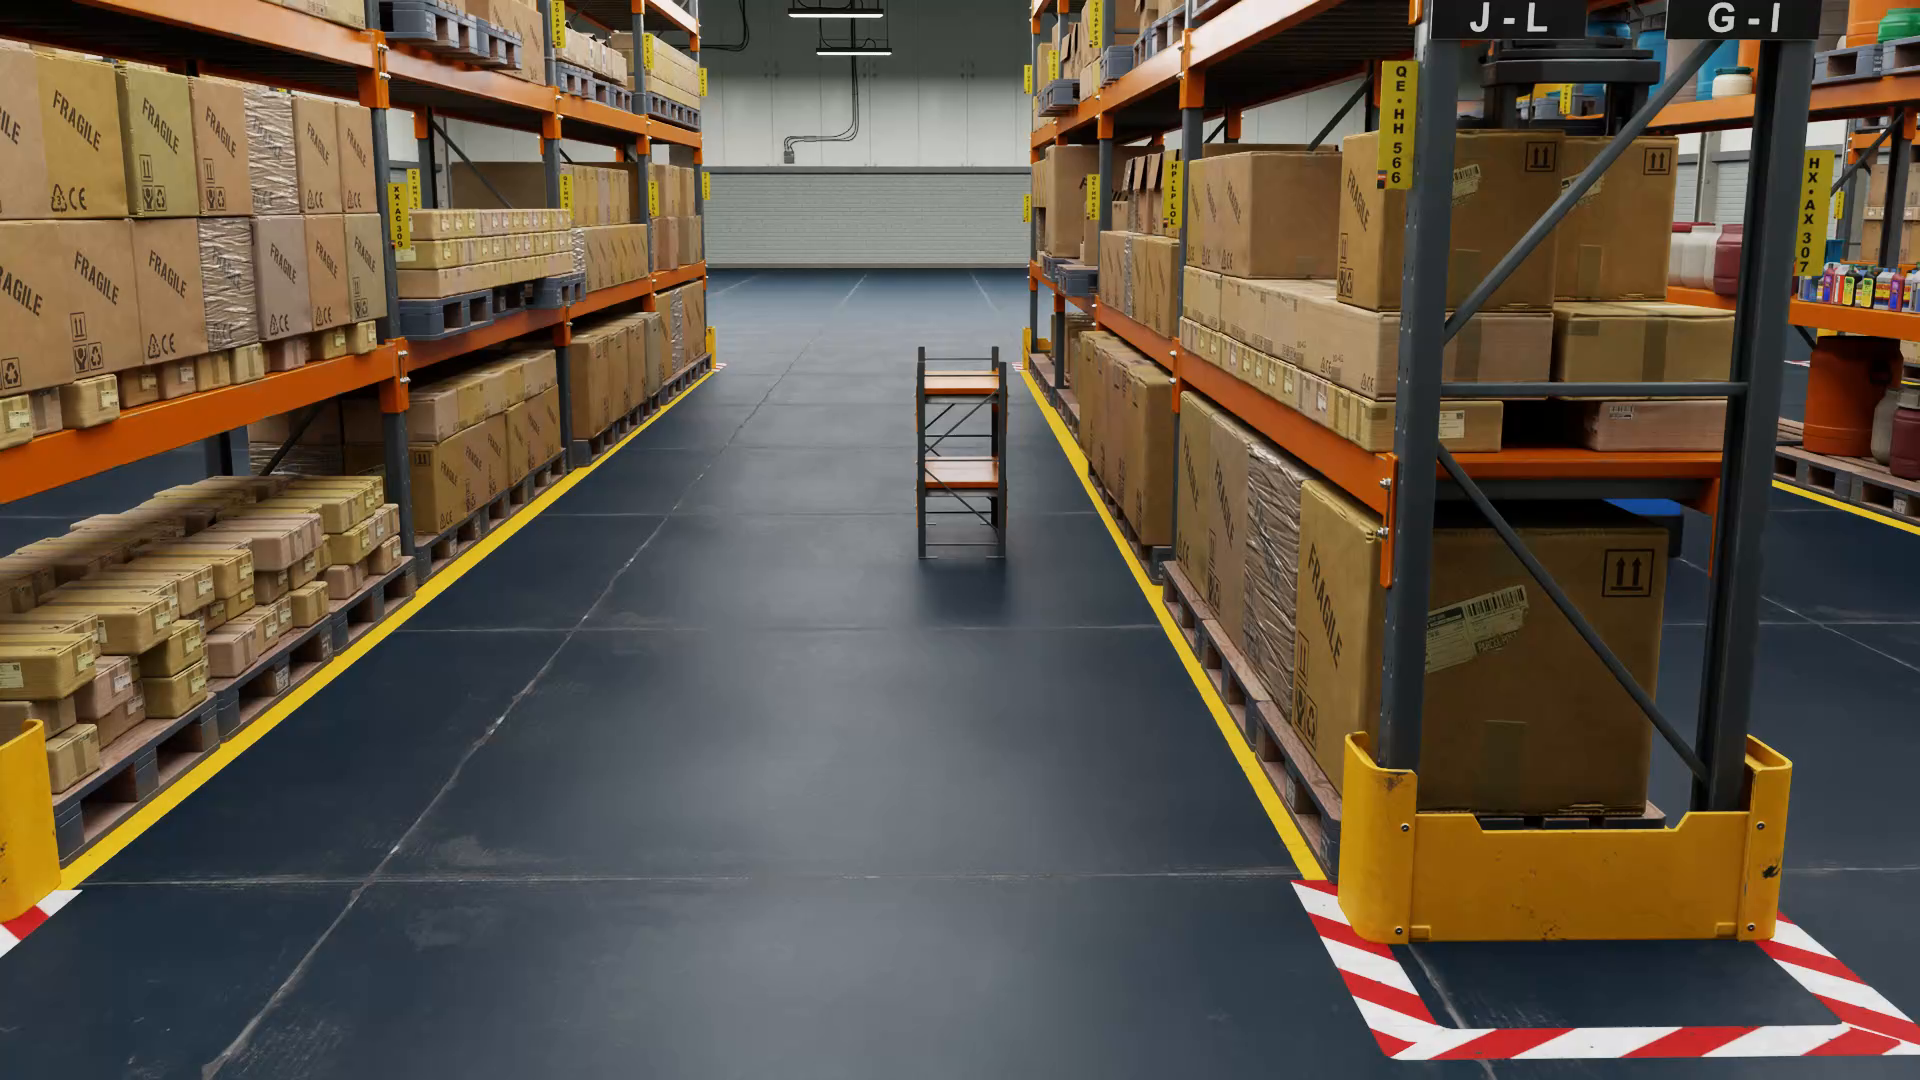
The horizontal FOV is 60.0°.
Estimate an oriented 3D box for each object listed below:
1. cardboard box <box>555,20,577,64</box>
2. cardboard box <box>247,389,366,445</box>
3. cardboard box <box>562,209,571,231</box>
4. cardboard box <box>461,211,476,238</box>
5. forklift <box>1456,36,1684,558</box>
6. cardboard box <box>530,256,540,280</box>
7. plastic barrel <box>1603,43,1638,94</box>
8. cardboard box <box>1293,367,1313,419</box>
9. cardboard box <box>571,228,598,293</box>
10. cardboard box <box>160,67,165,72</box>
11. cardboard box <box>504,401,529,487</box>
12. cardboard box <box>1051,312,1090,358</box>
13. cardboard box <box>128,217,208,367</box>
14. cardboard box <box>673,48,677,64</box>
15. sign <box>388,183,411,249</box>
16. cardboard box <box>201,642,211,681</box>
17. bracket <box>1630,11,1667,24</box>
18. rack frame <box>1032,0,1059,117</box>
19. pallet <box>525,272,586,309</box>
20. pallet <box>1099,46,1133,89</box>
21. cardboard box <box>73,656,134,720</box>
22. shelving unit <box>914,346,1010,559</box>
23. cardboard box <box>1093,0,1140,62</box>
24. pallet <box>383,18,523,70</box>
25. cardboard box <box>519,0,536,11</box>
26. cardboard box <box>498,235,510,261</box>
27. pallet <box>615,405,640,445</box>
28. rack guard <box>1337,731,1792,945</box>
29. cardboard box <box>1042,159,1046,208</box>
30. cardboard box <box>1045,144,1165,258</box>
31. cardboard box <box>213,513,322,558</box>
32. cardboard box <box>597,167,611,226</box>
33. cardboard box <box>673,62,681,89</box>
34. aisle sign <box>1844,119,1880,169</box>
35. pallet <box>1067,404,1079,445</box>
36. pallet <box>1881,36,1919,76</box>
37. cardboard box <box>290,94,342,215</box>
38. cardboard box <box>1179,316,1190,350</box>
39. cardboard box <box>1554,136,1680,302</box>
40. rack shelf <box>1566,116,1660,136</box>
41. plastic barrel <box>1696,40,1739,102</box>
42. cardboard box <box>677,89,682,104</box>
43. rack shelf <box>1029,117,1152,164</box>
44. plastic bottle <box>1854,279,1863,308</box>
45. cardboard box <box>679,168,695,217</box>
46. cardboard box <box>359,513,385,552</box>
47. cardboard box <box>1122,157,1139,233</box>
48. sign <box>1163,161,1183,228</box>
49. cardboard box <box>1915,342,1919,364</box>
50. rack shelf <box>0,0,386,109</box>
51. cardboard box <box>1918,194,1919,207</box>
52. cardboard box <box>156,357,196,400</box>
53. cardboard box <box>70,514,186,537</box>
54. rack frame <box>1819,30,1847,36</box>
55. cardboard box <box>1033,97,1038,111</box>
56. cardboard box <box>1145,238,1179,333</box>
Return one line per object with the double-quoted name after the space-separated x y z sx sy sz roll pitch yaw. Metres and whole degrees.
-3.233 -3.814 12.689 0.500 0.311 0.500 0 11 -1 "cardboard box"
-3.623 -0.689 9.254 0.500 0.250 0.500 -1 11 -3 "cardboard box"
-2.969 -2.267 11.769 0.380 0.149 0.250 -1 11 -3 "cardboard box"
-2.918 -1.754 9.241 0.380 0.149 0.250 0 11 -1 "cardboard box"
3.534 -1.568 10.415 1.130 2.935 3.031 0 11 1 "forklift"
-2.950 -1.771 10.822 0.380 0.149 0.250 -1 11 -4 "cardboard box"
6.580 -4.621 16.412 0.421 0.512 0.421 0 11 0 "plastic barrel"
1.337 -0.496 5.593 0.380 0.149 0.250 0 11 0 "cardboard box"
-3.191 -2.229 13.250 0.500 0.500 0.500 0 11 -2 "cardboard box"
-8.157 -4.701 16.770 0.380 0.149 0.250 0 11 -2 "cardboard box"
-3.129 -0.631 10.857 0.500 0.500 0.500 -1 11 -4 "cardboard box"
1.354 -2.436 19.751 0.500 0.500 0.500 2 12 9 "cardboard box"
-3.040 -0.887 5.888 0.500 0.500 0.500 0 11 0 "cardboard box"
-3.220 -5.152 17.686 0.380 0.149 0.250 0 11 -1 "cardboard box"
-2.813 -1.621 8.329 0.100 0.325 0.005 0 11 -1 "sign"
-3.059 0.485 6.238 0.380 0.149 0.250 0 11 -1 "cardboard box"
16.305 -12.383 39.412 0.076 0.066 4.783 0 11 -1 "bracket"
1.358 -6.519 19.560 1.000 3.000 0.127 0 11 -1 "rack frame"
-3.317 -1.753 11.639 1.213 0.211 1.003 0 11 -1 "pallet"
1.589 -3.238 11.408 1.213 0.211 1.003 0 11 1 "pallet"
-2.976 0.487 5.478 0.380 0.149 0.250 0 11 -1 "cardboard box"
0.000 -0.550 9.941 0.538 1.125 1.048 0 11 -1 "shelving unit"
1.263 -3.847 12.422 0.500 0.500 0.500 0 11 0 "cardboard box"
-3.286 -2.901 9.741 1.213 0.211 1.003 0 11 -1 "pallet"
-3.170 -3.803 11.541 0.396 0.266 0.258 0 11 -1 "cardboard box"
-2.936 -1.763 10.031 0.380 0.149 0.250 0 11 -2 "cardboard box"
-3.401 -1.021 14.560 1.003 0.211 1.213 0 11 -1 "pallet"
1.689 0.831 4.704 1.175 0.500 0.348 0 11 -1 "rack guard"
1.135 -3.756 17.513 0.500 0.500 0.500 0 11 -1 "cardboard box"
1.317 -3.125 15.354 1.000 1.000 1.000 0 11 -1 "cardboard box"
-3.005 -0.018 7.223 0.380 0.149 0.250 -1 11 -4 "cardboard box"
-3.482 -3.021 14.641 0.700 0.500 0.500 0 11 -1 "cardboard box"
-3.285 -4.980 17.840 0.500 0.250 0.500 0 11 -1 "cardboard box"
10.954 -4.905 20.153 0.394 0.787 0.004 0 11 -1 "aisle sign"
1.486 -1.019 14.553 1.003 0.211 1.213 0 11 -1 "pallet"
6.417 -2.972 10.096 1.003 0.211 1.213 0 11 -1 "pallet"
-3.059 -1.683 7.296 0.500 0.500 0.500 -1 11 -3 "cardboard box"
1.279 -1.010 8.127 0.380 0.149 0.250 0 11 -1 "cardboard box"
1.938 -1.034 5.356 0.500 0.500 0.500 -1 11 -3 "cardboard box"
6.351 -4.319 18.070 1.077 0.370 4.000 0 11 -1 "rack shelf"
6.647 -4.160 14.214 0.600 0.901 0.708 0 11 -1 "plastic barrel"
-3.227 -4.813 18.017 0.380 0.149 0.250 0 11 0 "cardboard box"
1.399 -4.299 17.970 1.077 0.370 4.000 0 11 -1 "rack shelf"
6.148 -1.683 11.309 0.097 0.201 0.097 0 11 0 "plastic bottle"
-3.531 -3.999 19.131 0.875 0.550 0.550 0 11 -1 "cardboard box"
-3.013 -0.033 8.042 0.380 0.149 0.250 -1 11 -4 "cardboard box"
1.522 -2.384 11.491 0.797 0.503 0.637 0 11 1 "cardboard box"
1.063 -1.718 8.271 0.100 0.325 0.005 0 11 -1 "sign"
11.080 -2.072 18.585 0.500 0.250 0.500 0 11 -1 "cardboard box"
-3.314 -1.913 6.211 1.077 0.370 4.000 0 11 -1 "rack shelf"
11.288 -3.996 18.696 0.700 0.500 0.500 0 11 -1 "cardboard box"
-3.051 -0.599 6.100 0.380 0.149 0.250 0 11 -2 "cardboard box"
-3.603 -0.016 7.214 0.380 0.149 0.250 0 11 0 "cardboard box"
6.475 -4.949 11.821 1.000 3.000 0.127 0 11 -1 "rack frame"
1.041 -5.063 19.303 0.380 0.149 0.250 0 11 0 "cardboard box"
1.320 -1.433 9.326 0.500 0.500 0.500 0 11 1 "cardboard box"
